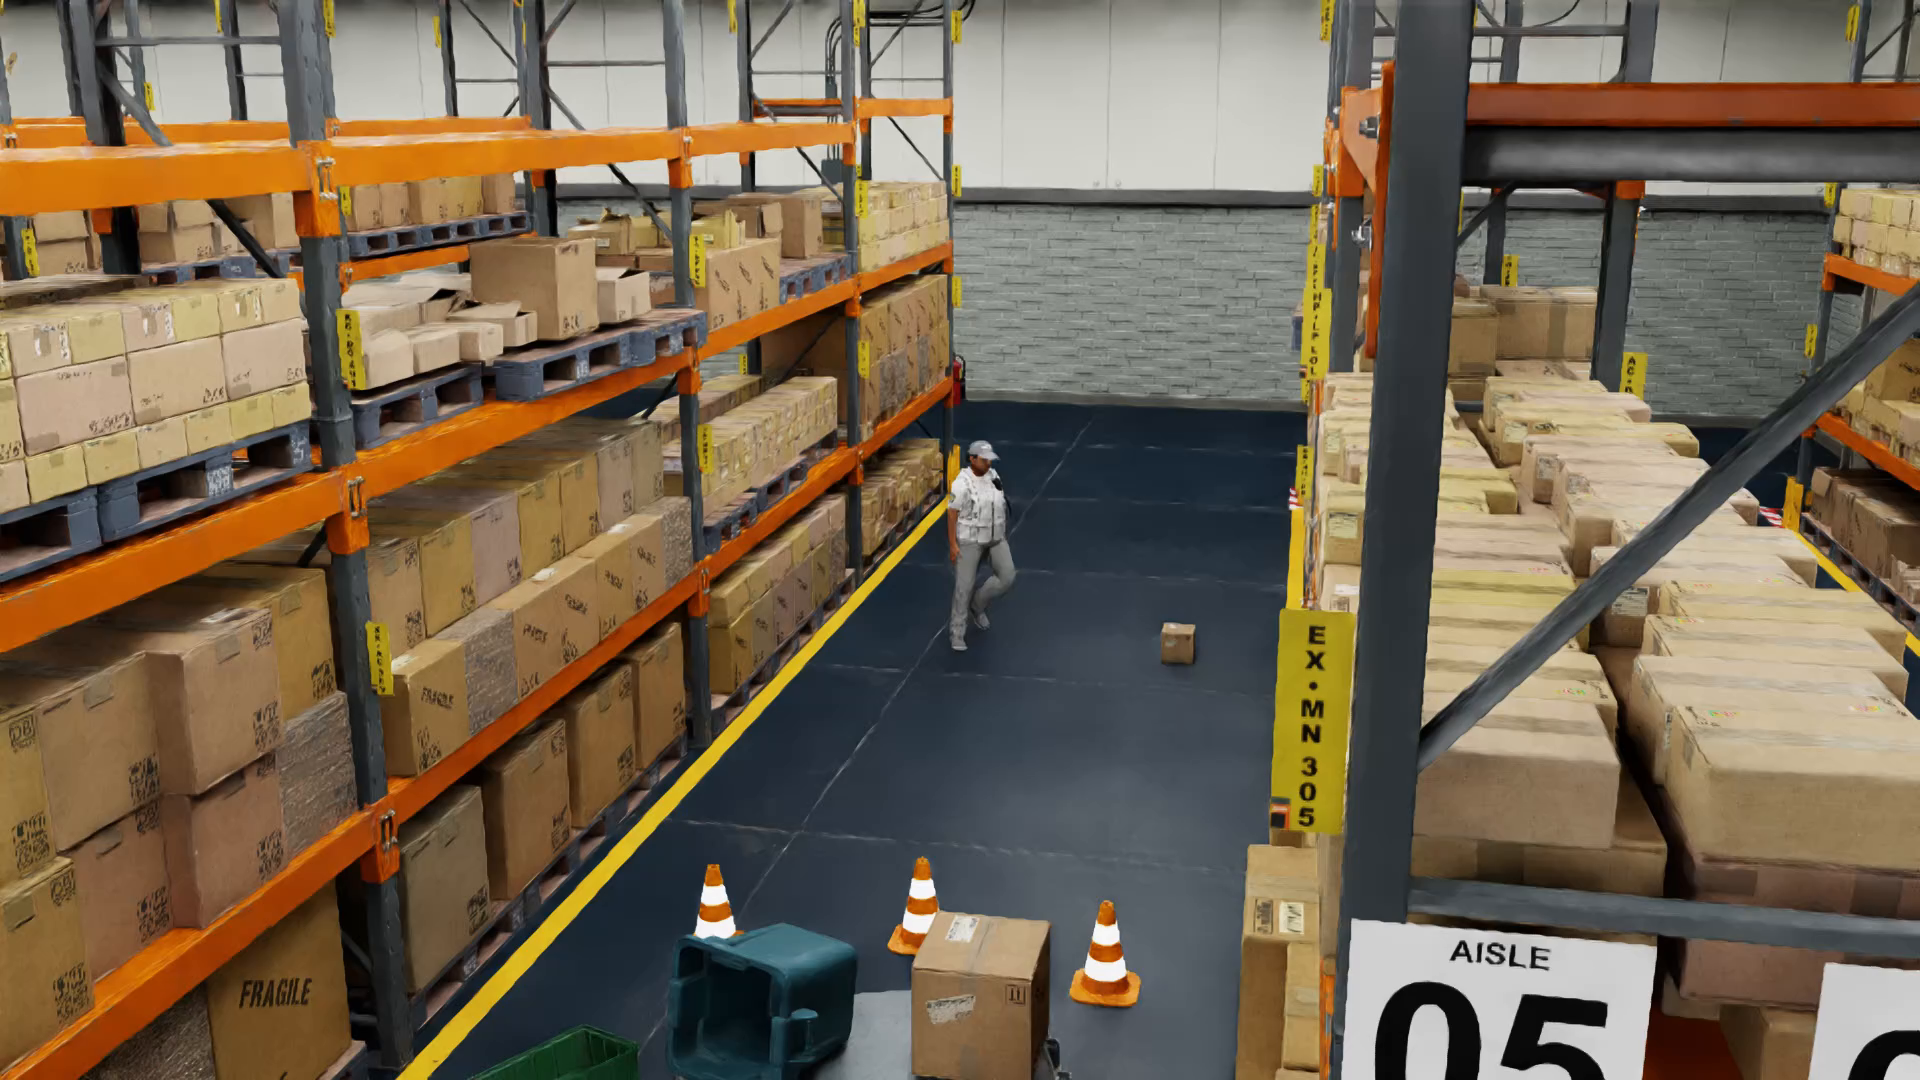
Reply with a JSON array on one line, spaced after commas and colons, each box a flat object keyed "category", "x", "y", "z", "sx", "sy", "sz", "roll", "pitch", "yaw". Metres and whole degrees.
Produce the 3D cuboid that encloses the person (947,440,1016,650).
[{"category": "person", "x": 0.104, "y": 0.002, "z": 13.435, "sx": 0.611, "sy": 1.661, "sz": 0.477, "roll": -11, "pitch": 18, "yaw": -35}]
